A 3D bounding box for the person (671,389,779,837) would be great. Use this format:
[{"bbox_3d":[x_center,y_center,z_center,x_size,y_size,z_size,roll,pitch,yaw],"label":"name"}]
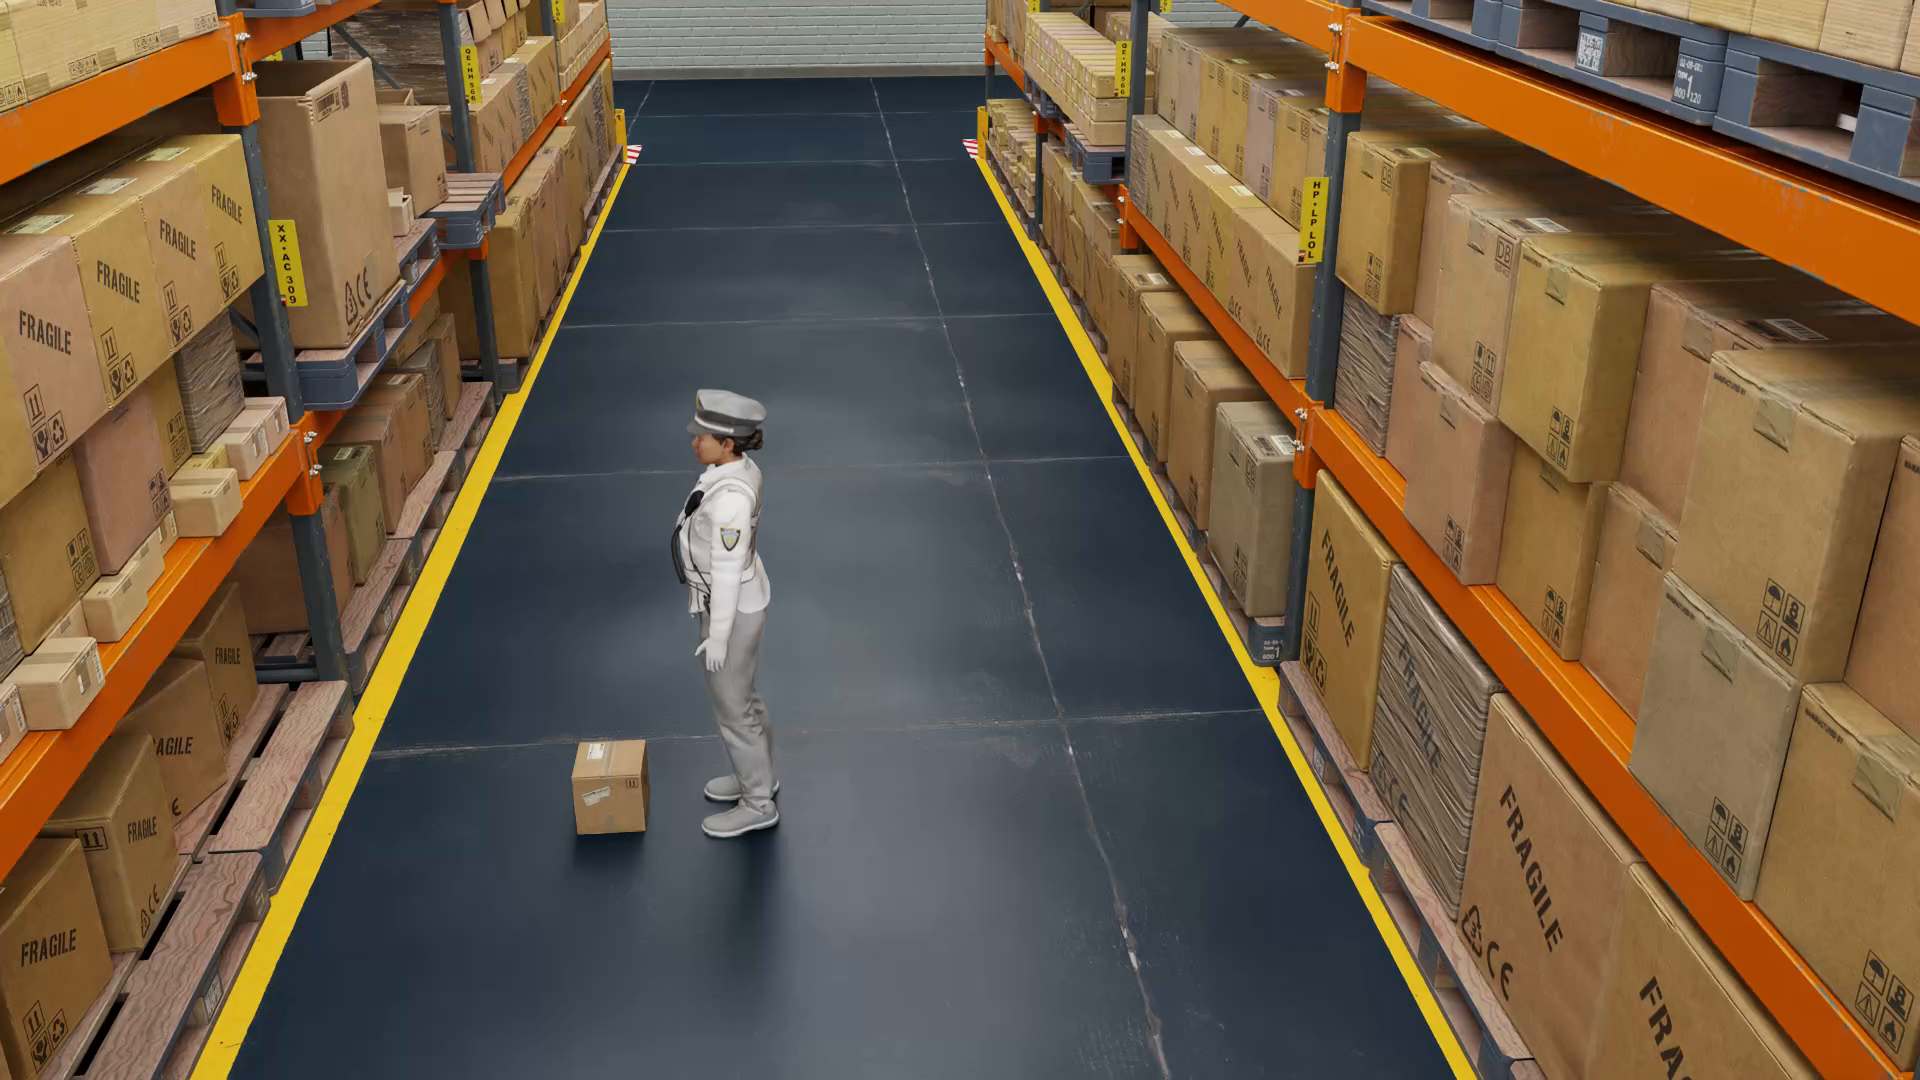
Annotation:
[{"bbox_3d":[-0.835,0.265,5.985,0.345,1.687,0.466,-2,24,-4],"label":"person"}]
